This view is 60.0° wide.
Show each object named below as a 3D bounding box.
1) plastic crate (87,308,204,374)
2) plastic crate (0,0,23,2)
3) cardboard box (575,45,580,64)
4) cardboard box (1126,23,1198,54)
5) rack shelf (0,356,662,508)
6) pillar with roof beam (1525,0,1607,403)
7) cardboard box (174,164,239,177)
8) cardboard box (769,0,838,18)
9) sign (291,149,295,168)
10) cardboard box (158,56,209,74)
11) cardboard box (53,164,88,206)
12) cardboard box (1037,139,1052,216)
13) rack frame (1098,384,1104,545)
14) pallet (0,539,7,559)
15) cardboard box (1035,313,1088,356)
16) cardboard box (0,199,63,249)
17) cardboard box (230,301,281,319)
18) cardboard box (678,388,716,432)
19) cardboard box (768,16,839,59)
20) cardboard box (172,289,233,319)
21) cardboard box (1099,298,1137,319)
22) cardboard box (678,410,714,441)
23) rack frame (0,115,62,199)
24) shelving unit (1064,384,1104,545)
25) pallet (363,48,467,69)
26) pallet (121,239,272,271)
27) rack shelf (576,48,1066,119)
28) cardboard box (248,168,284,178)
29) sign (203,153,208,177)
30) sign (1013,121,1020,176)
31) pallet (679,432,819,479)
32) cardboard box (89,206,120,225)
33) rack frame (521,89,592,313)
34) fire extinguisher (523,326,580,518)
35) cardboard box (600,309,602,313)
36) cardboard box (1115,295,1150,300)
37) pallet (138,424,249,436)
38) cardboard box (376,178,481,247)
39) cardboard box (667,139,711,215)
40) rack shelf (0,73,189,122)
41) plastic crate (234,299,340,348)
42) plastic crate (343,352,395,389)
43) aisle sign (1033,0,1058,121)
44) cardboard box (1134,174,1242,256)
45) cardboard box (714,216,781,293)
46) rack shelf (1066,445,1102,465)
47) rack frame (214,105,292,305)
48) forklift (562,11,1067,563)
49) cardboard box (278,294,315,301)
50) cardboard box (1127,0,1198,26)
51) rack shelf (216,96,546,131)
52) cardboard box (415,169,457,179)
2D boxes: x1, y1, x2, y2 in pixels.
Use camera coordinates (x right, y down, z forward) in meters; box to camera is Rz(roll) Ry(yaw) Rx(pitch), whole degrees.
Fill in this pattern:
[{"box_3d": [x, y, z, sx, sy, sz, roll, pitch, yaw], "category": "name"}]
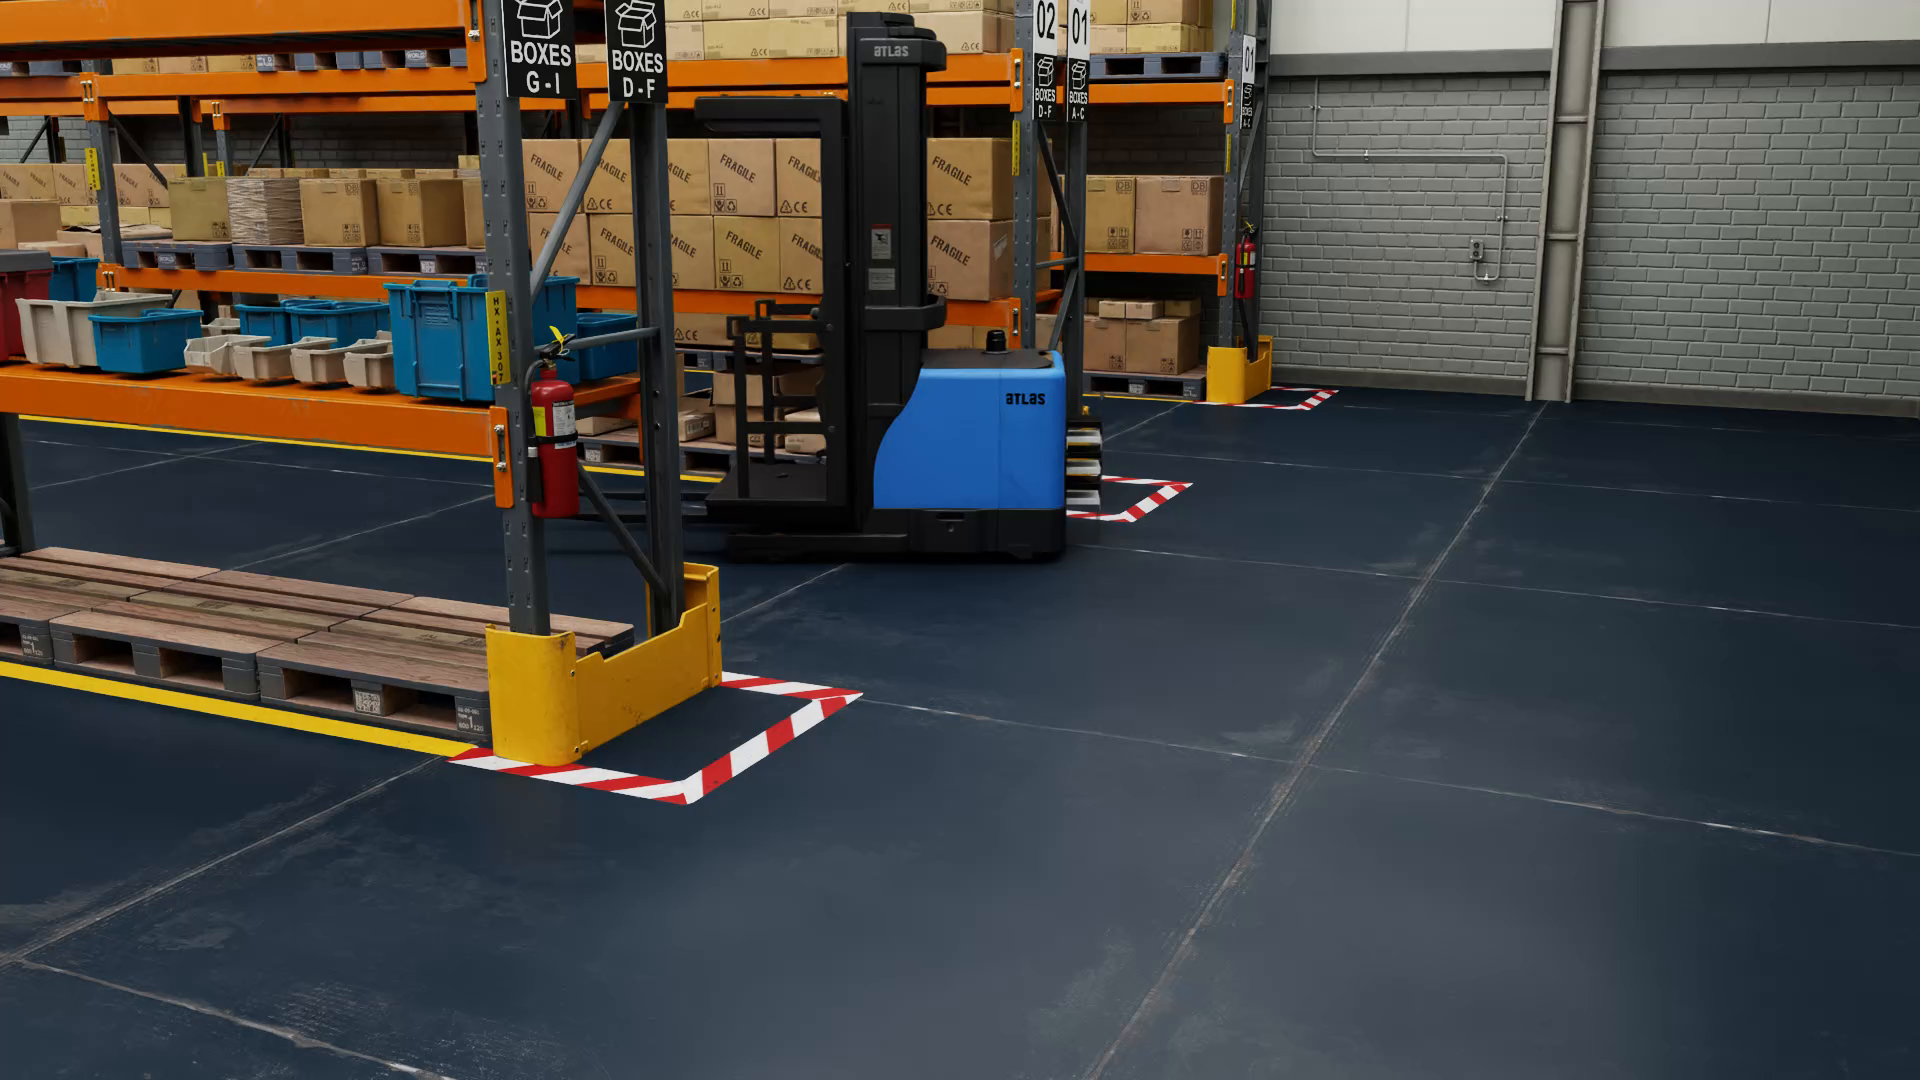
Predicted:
[{"box_3d": [-3.405, -0.836, 6.986, 0.300, 0.233, 0.416, 6, 14, 23], "category": "plastic crate"}, {"box_3d": [-4.056, -2.346, 6.908, 0.590, 0.269, 0.497, 6, 14, 23], "category": "plastic crate"}, {"box_3d": [-2.727, -3.447, 11.639, 0.500, 0.250, 0.500, 6, 14, 23], "category": "cardboard box"}, {"box_3d": [1.812, -4.474, 14.878, 0.500, 0.250, 0.500, 6, 15, 25], "category": "cardboard box"}, {"box_3d": [-3.252, -0.586, 7.263, 4.000, 0.370, 1.077, 6, 14, 23], "category": "rack shelf"}, {"box_3d": [3.664, -4.773, 10.398, 0.400, 9.000, 9.100, 6, 14, 23], "category": "pillar with roof beam"}, {"box_3d": [-8.940, -4.212, 19.783, 0.500, 0.500, 0.500, 6, 14, 23], "category": "cardboard box"}, {"box_3d": [-0.900, -3.504, 10.790, 0.500, 0.250, 0.500, 6, 14, 23], "category": "cardboard box"}, {"box_3d": [-8.161, -4.611, 20.305, 0.005, 0.325, 0.100, 6, 14, 23], "category": "sign"}, {"box_3d": [-5.850, -3.955, 13.257, 0.500, 0.500, 0.910, 6, 14, 23], "category": "cardboard box"}, {"box_3d": [-10.807, -4.399, 20.580, 0.500, 0.500, 0.500, 5, 14, 21], "category": "cardboard box"}, {"box_3d": [0.287, -2.417, 11.083, 0.500, 0.500, 0.500, 6, 15, 25], "category": "cardboard box"}, {"box_3d": [0.816, -0.439, 9.655, 0.006, 0.900, 0.240, 0, 13, 2], "category": "rack frame"}, {"box_3d": [-5.770, 0.156, 8.629, 1.213, 0.211, 1.003, 6, 14, 23], "category": "pallet"}, {"box_3d": [0.991, -1.945, 16.030, 0.500, 0.500, 0.700, 5, 14, 21], "category": "cardboard box"}, {"box_3d": [-8.269, -2.727, 14.590, 0.500, 0.500, 0.500, 5, 14, 20], "category": "cardboard box"}, {"box_3d": [-5.725, -1.847, 13.925, 0.500, 0.250, 0.500, 6, 15, 25], "category": "cardboard box"}, {"box_3d": [-1.750, -0.998, 12.366, 0.500, 0.311, 0.500, 6, 14, 23], "category": "cardboard box"}, {"box_3d": [-0.906, -3.258, 10.834, 0.500, 0.250, 0.500, 6, 14, 23], "category": "cardboard box"}, {"box_3d": [-9.348, -3.016, 20.551, 0.500, 0.500, 0.500, 5, 14, 19], "category": "cardboard box"}, {"box_3d": [1.483, -2.165, 15.549, 0.250, 0.149, 0.380, 6, 15, 25], "category": "cardboard box"}, {"box_3d": [-1.980, -0.829, 11.960, 0.250, 0.166, 0.380, 6, 14, 23], "category": "cardboard box"}, {"box_3d": [-12.040, -4.301, 21.520, 0.127, 3.000, 1.000, 6, 14, 23], "category": "rack frame"}, {"box_3d": [0.714, -0.440, 9.659, 0.210, 0.900, 0.258, 0, 13, 2], "category": "shelving unit"}, {"box_3d": [-3.639, -3.600, 12.375, 1.003, 0.211, 1.213, 6, 14, 23], "category": "pallet"}, {"box_3d": [-6.080, -2.385, 13.771, 1.003, 0.211, 1.213, 6, 14, 23], "category": "pallet"}, {"box_3d": [-1.243, -3.081, 11.328, 4.000, 0.370, 1.077, 6, 14, 23], "category": "rack shelf"}, {"box_3d": [-7.931, -4.140, 19.650, 0.500, 0.500, 0.700, 6, 14, 23], "category": "cardboard box"}, {"box_3d": [-6.517, -3.165, 14.318, 0.005, 0.325, 0.100, 6, 14, 23], "category": "sign"}, {"box_3d": [0.343, -2.389, 10.145, 0.005, 0.325, 0.100, 6, 14, 23], "category": "sign"}, {"box_3d": [-1.324, -0.622, 11.944, 1.213, 0.211, 1.003, 6, 14, 23], "category": "pallet"}, {"box_3d": [-10.317, -3.986, 20.460, 0.500, 0.250, 0.500, 6, 14, 24], "category": "cardboard box"}, {"box_3d": [-3.071, -2.156, 12.377, 0.127, 3.000, 1.000, 6, 14, 23], "category": "rack frame"}, {"box_3d": [-1.470, -0.424, 5.979, 0.183, 0.674, 0.296, 6, 14, 23], "category": "fire extinguisher"}, {"box_3d": [-4.106, -2.624, 18.156, 0.750, 0.750, 0.750, 6, 14, 22], "category": "cardboard box"}, {"box_3d": [1.640, -2.245, 15.889, 0.250, 0.149, 0.380, 6, 14, 23], "category": "cardboard box"}, {"box_3d": [-6.061, -1.092, 13.945, 1.213, 0.211, 1.003, 6, 14, 23], "category": "pallet"}, {"box_3d": [-4.068, -2.550, 12.918, 0.500, 0.500, 0.700, 8, 16, 32], "category": "cardboard box"}, {"box_3d": [-1.813, -2.494, 11.409, 0.500, 0.500, 0.500, 5, 14, 22], "category": "cardboard box"}, {"box_3d": [-8.557, -3.821, 14.482, 4.000, 0.370, 1.077, 6, 14, 23], "category": "rack shelf"}, {"box_3d": [-2.994, -0.941, 7.432, 0.300, 0.233, 0.416, 6, 14, 23], "category": "plastic crate"}, {"box_3d": [-2.243, -0.690, 6.576, 0.243, 0.136, 0.396, 6, 14, 23], "category": "plastic crate"}, {"box_3d": [0.524, -2.981, 10.203, 0.004, 0.787, 0.394, 6, 14, 23], "category": "aisle sign"}, {"box_3d": [2.119, -3.012, 15.368, 0.700, 0.700, 0.980, 7, 15, 26], "category": "cardboard box"}, {"box_3d": [-1.324, -1.960, 11.324, 0.500, 0.500, 0.500, 6, 14, 22], "category": "cardboard box"}, {"box_3d": [0.714, -0.495, 9.646, 0.200, 0.077, 0.258, 0, 13, 2], "category": "rack shelf"}, {"box_3d": [-8.383, -3.931, 19.942, 0.127, 3.000, 1.000, 6, 14, 23], "category": "rack frame"}, {"box_3d": [-0.911, -1.421, 9.395, 3.031, 2.935, 1.130, 0, 13, 2], "category": "forklift"}, {"box_3d": [-7.703, -2.864, 19.902, 0.500, 0.500, 0.700, 6, 15, 25], "category": "cardboard box"}, {"box_3d": [1.809, -4.837, 14.785, 0.500, 0.500, 0.500, 6, 14, 23], "category": "cardboard box"}, {"box_3d": [-6.554, -4.856, 18.893, 4.000, 0.370, 1.077, 6, 14, 23], "category": "rack shelf"}, {"box_3d": [-5.681, -3.911, 18.676, 0.500, 0.500, 0.700, 4, 14, 18], "category": "cardboard box"}]
